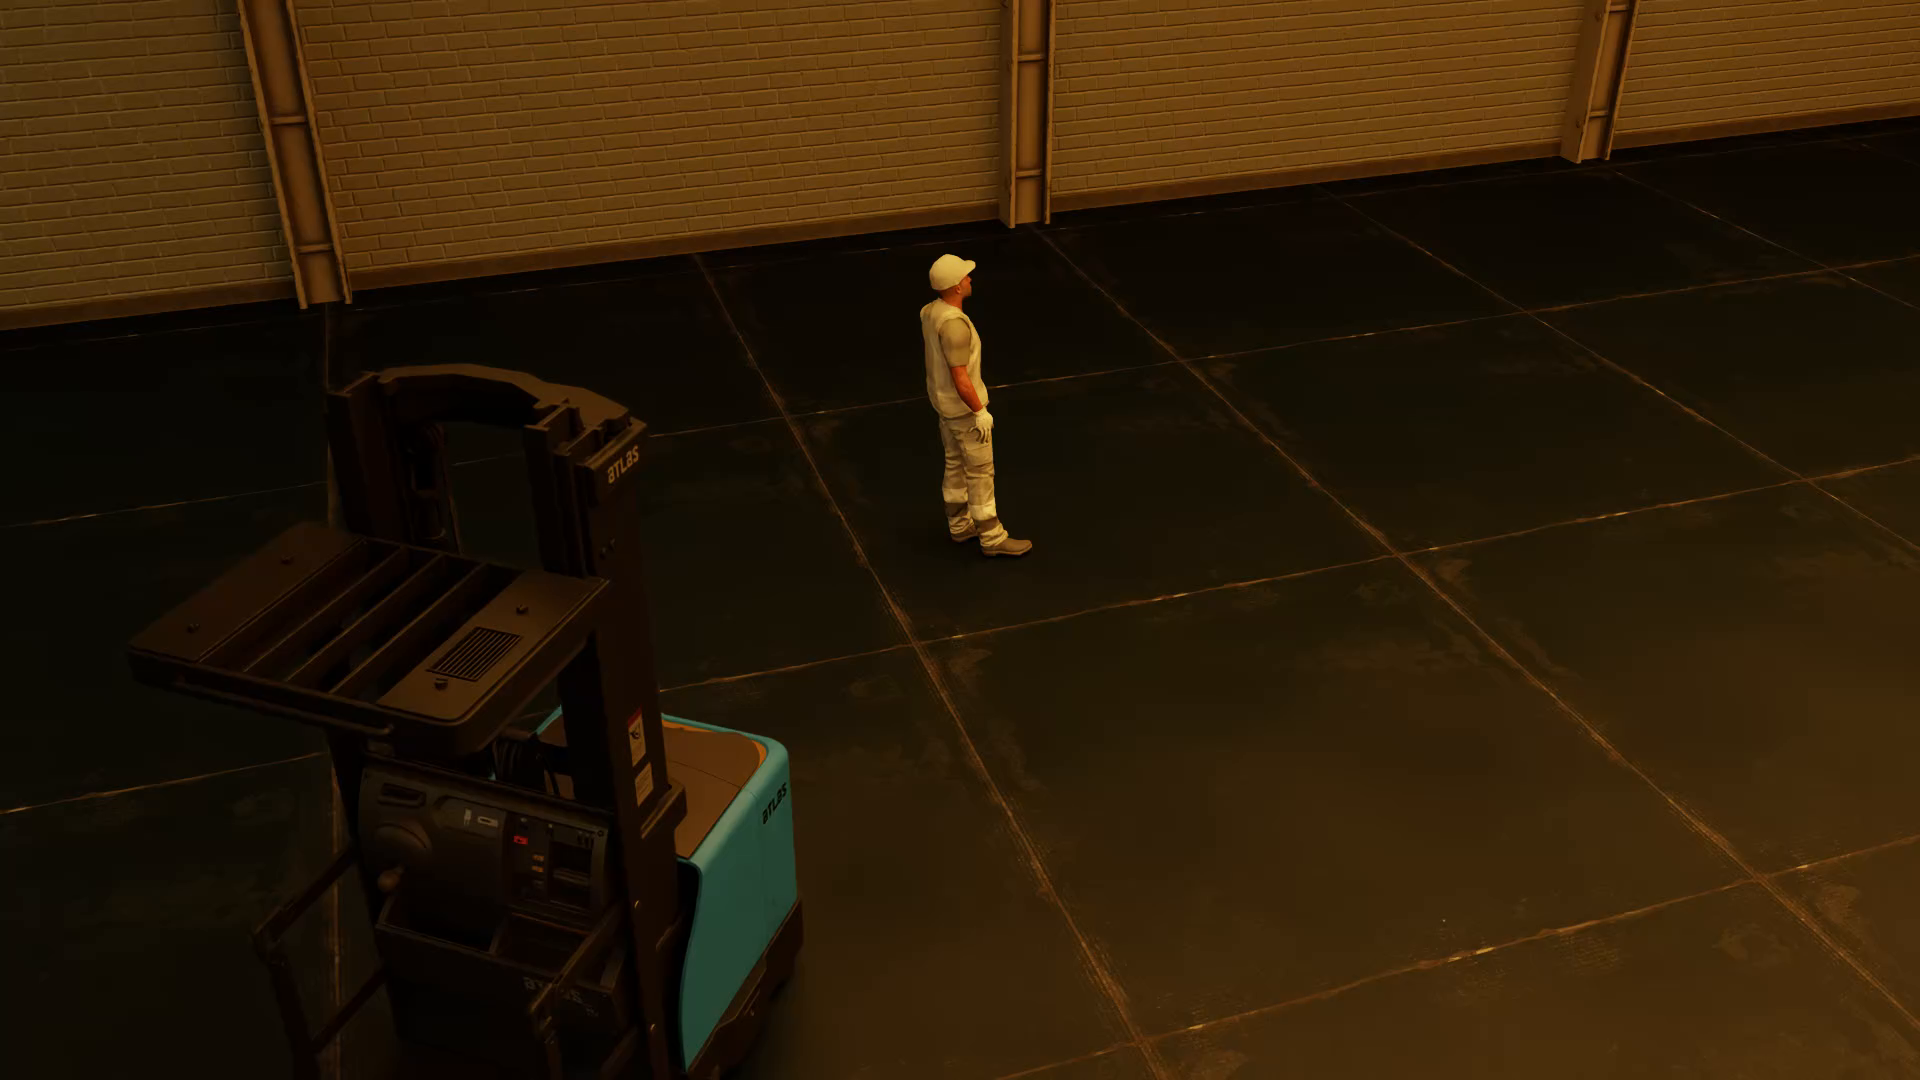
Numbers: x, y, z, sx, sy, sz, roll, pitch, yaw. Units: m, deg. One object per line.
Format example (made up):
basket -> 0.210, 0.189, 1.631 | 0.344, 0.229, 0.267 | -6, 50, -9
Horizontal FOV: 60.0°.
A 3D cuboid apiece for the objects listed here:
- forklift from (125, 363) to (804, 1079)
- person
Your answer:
forklift -> -1.629, 1.057, 5.249 | 1.130, 2.935, 3.031 | 10, 31, 17
person -> 0.080, -0.789, 9.589 | 0.562, 1.790, 0.637 | -10, 31, -16
